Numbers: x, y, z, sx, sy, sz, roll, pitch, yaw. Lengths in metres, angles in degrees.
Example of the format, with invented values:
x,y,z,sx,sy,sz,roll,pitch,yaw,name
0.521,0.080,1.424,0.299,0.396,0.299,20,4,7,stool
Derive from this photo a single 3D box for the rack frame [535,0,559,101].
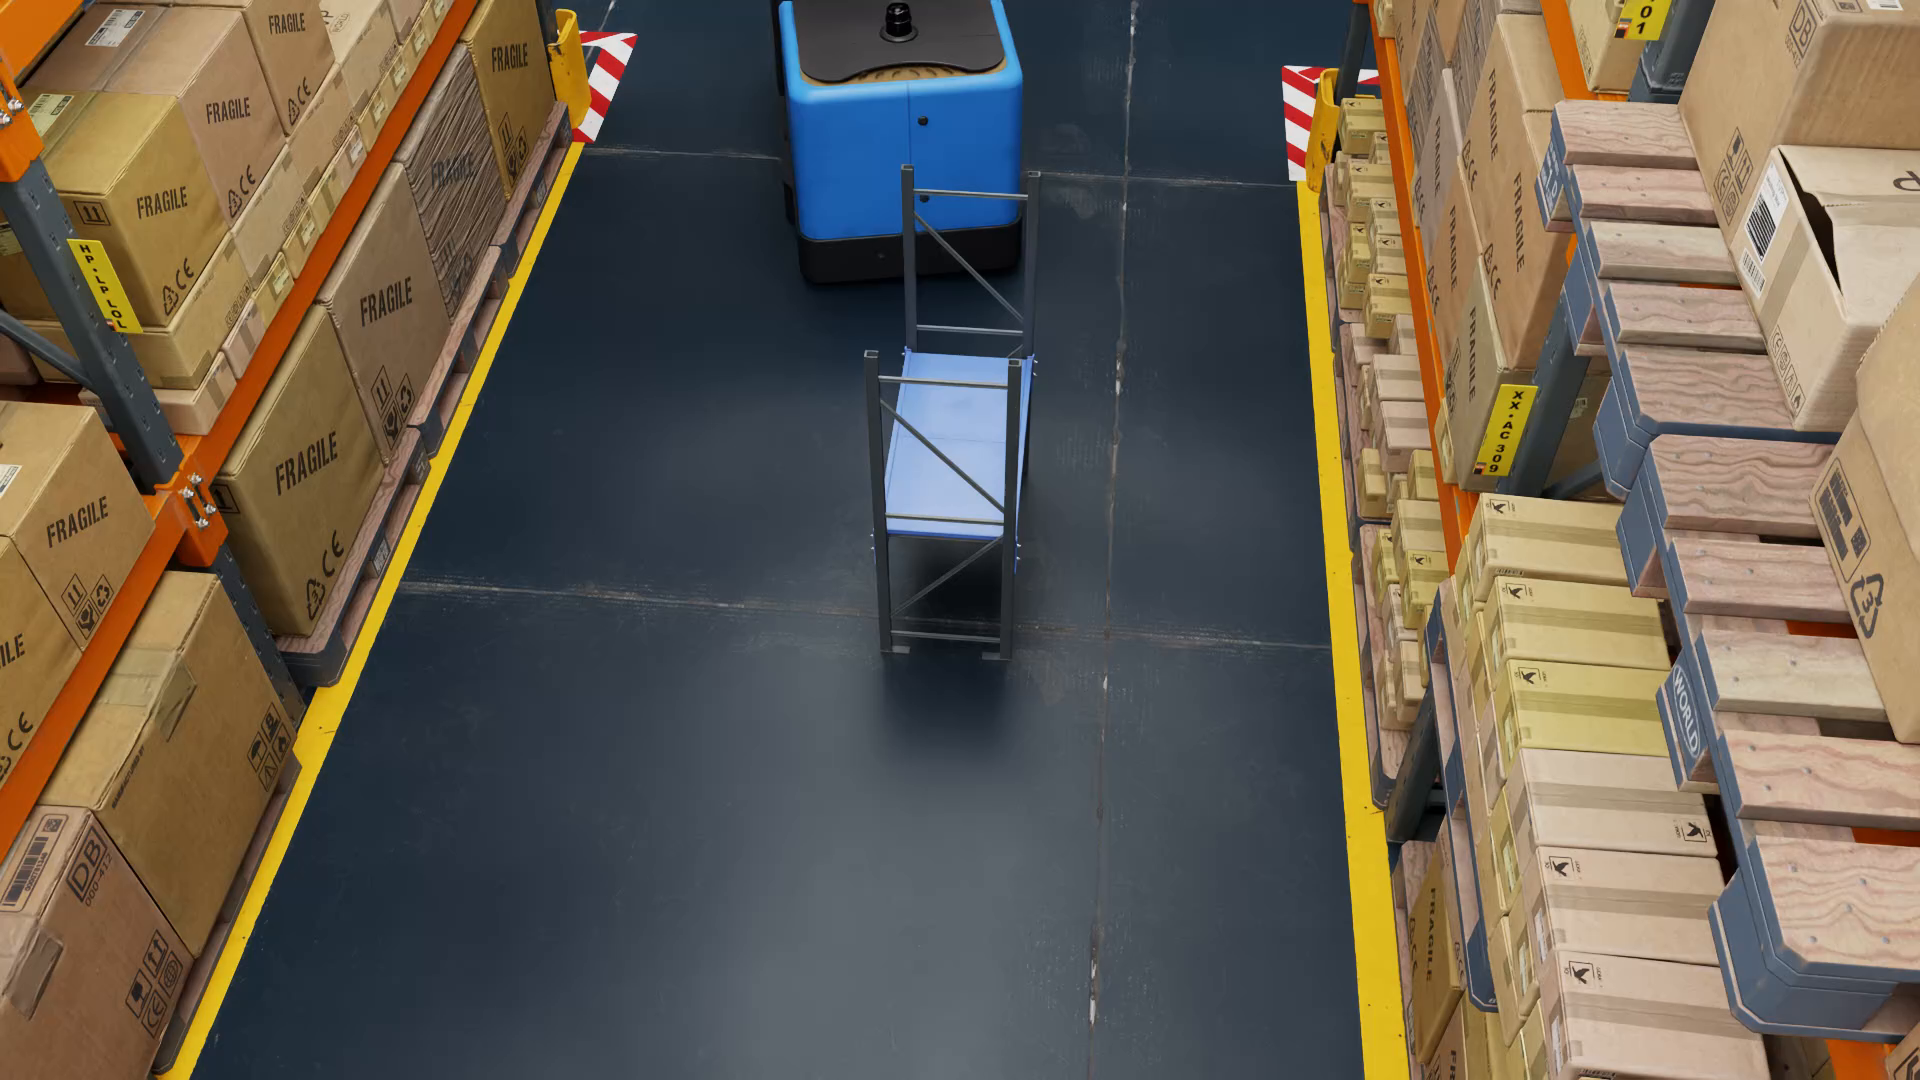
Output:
x,y,z,sx,sy,sz,roll,pitch,yaw,name
-2.573,-3.313,7.773,1.000,3.000,0.127,4,48,4,rack frame

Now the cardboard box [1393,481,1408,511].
x,y,z,sx,sy,sz,roll,pitch,yaw,name
1.844,-0.074,6.257,0.380,0.149,0.250,4,48,4,cardboard box

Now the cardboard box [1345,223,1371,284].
x,y,z,sx,sy,sz,roll,pitch,yaw,name
1.907,-1.253,7.335,0.380,0.149,0.250,5,48,5,cardboard box

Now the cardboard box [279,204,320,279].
x,y,z,sx,sy,sz,roll,pitch,yaw,name
-2.510,-1.064,5.886,0.380,0.149,0.250,3,48,2,cardboard box

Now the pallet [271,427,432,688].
x,y,z,sx,sy,sz,roll,pitch,yaw,name
-2.791,0.014,6.620,1.003,0.211,1.213,4,48,4,pallet

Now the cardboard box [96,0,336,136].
x,y,z,sx,sy,sz,roll,pitch,yaw,name
-2.544,-1.755,5.740,0.500,0.500,0.500,3,48,2,cardboard box

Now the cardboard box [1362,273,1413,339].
x,y,z,sx,sy,sz,roll,pitch,yaw,name
1.871,-0.955,6.861,0.380,0.149,0.250,5,48,4,cardboard box

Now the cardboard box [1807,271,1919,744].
x,y,z,sx,sy,sz,roll,pitch,yaw,name
1.721,-0.028,2.382,0.797,0.503,0.637,3,48,3,cardboard box

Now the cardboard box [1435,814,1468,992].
x,y,z,sx,sy,sz,roll,pitch,yaw,name
1.662,1.008,4.722,0.500,0.250,0.500,2,48,2,cardboard box

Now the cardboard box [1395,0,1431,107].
x,y,z,sx,sy,sz,roll,pitch,yaw,name
1.960,-1.974,6.279,0.500,0.500,0.500,4,48,4,cardboard box

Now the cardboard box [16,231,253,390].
x,y,z,sx,sy,sz,roll,pitch,yaw,name
-2.634,-0.751,5.330,0.500,0.250,0.500,3,48,3,cardboard box

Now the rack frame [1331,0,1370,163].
x,y,z,sx,sy,sz,roll,pitch,yaw,name
2.357,-2.905,7.400,1.000,3.000,0.127,4,48,4,rack frame

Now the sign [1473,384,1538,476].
x,y,z,sx,sy,sz,roll,pitch,yaw,name
1.451,-0.289,4.421,0.100,0.325,0.005,4,48,4,sign

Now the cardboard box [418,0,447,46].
x,y,z,sx,sy,sz,roll,pitch,yaw,name
-2.369,-2.194,6.920,0.380,0.149,0.250,3,48,3,cardboard box

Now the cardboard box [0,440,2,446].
x,y,z,sx,sy,sz,roll,pitch,yaw,name
-2.988,-0.276,4.248,0.797,0.503,0.637,3,48,3,cardboard box

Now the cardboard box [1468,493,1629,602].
x,y,z,sx,sy,sz,roll,pitch,yaw,name
1.498,0.035,4.193,0.380,0.149,0.250,6,48,6,cardboard box

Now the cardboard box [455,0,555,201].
x,y,z,sx,sy,sz,roll,pitch,yaw,name
-2.552,-2.262,7.967,0.875,0.875,0.875,4,48,4,cardboard box

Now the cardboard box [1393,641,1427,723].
x,y,z,sx,sy,sz,roll,pitch,yaw,name
1.704,0.502,5.730,0.380,0.149,0.250,5,48,4,cardboard box

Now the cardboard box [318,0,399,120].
x,y,z,sx,sy,sz,roll,pitch,yaw,name
-2.489,-1.859,6.343,0.500,0.250,0.500,4,48,4,cardboard box

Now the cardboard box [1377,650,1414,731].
x,y,z,sx,sy,sz,roll,pitch,yaw,name
1.689,0.544,5.893,0.380,0.149,0.250,4,48,4,cardboard box

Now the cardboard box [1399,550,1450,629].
x,y,z,sx,sy,sz,roll,pitch,yaw,name
1.749,0.185,5.819,0.380,0.149,0.250,4,48,4,cardboard box

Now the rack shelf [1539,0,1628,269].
x,y,z,sx,sy,sz,roll,pitch,yaw,name
2.175,-2.205,5.215,1.077,0.370,4.000,4,48,4,rack shelf

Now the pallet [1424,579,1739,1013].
x,y,z,sx,sy,sz,roll,pitch,yaw,name
1.778,0.651,4.278,1.003,0.211,1.213,4,48,4,pallet

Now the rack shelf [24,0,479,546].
x,y,z,sx,sy,sz,roll,pitch,yaw,name
-2.756,-1.600,6.694,1.077,0.370,4.000,4,48,4,rack shelf

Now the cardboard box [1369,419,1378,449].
x,y,z,sx,sy,sz,roll,pitch,yaw,name
1.874,-0.404,6.760,0.380,0.149,0.250,5,48,4,cardboard box

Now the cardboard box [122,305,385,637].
x,y,z,sx,sy,sz,roll,pitch,yaw,name
-2.798,-0.278,6.152,0.875,0.875,0.875,4,48,4,cardboard box

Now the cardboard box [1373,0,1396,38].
x,y,z,sx,sy,sz,roll,pitch,yaw,name
1.941,-2.220,6.944,0.380,0.149,0.250,3,48,2,cardboard box

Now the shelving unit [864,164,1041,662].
x,y,z,sx,sy,sz,roll,pitch,yaw,name
-0.008,-0.443,6.165,0.538,1.500,1.048,4,48,4,shelving unit

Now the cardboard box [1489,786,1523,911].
x,y,z,sx,sy,sz,roll,pitch,yaw,name
1.430,0.707,3.781,0.380,0.149,0.250,2,48,2,cardboard box

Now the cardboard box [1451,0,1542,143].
x,y,z,sx,sy,sz,roll,pitch,yaw,name
1.868,-1.556,5.220,0.500,0.500,0.500,5,48,5,cardboard box

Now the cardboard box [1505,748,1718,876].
x,y,z,sx,sy,sz,roll,pitch,yaw,name
1.428,0.612,3.666,0.380,0.149,0.250,3,48,3,cardboard box

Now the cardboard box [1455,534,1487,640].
x,y,z,sx,sy,sz,roll,pitch,yaw,name
1.498,0.136,4.303,0.380,0.149,0.250,5,48,4,cardboard box

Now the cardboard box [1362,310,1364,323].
x,y,z,sx,sy,sz,roll,pitch,yaw,name
1.971,-0.966,7.274,0.380,0.149,0.250,4,48,4,cardboard box

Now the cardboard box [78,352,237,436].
x,y,z,sx,sy,sz,roll,pitch,yaw,name
-2.580,-0.484,5.356,0.380,0.149,0.250,4,48,4,cardboard box

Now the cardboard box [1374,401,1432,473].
x,y,z,sx,sy,sz,roll,pitch,yaw,name
1.799,-0.389,6.344,0.380,0.149,0.250,2,48,2,cardboard box

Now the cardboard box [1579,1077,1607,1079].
x,y,z,sx,sy,sz,roll,pitch,yaw,name
1.360,1.184,3.143,0.380,0.149,0.250,5,48,5,cardboard box

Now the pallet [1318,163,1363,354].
x,y,z,sx,sy,sz,roll,pitch,yaw,name
2.241,-1.313,7.834,1.003,0.211,1.213,4,48,4,pallet

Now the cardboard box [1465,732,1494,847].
x,y,z,sx,sy,sz,roll,pitch,yaw,name
1.452,0.623,4.059,0.380,0.149,0.250,4,48,4,cardboard box

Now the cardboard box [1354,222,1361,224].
x,y,z,sx,sy,sz,roll,pitch,yaw,name
2.048,-1.523,7.784,0.380,0.149,0.250,4,48,3,cardboard box

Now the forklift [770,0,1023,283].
x,y,z,sx,sy,sz,roll,pitch,yaw,name
-0.417,-3.291,7.800,1.130,2.935,3.031,-6,48,-5,forklift

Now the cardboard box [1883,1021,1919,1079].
x,y,z,sx,sy,sz,roll,pitch,yaw,name
1.509,0.755,1.952,0.500,0.500,0.500,4,48,4,cardboard box

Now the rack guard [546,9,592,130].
x,y,z,sx,sy,sz,roll,pitch,yaw,name
-2.571,-2.487,8.712,1.175,0.500,0.348,4,48,4,rack guard

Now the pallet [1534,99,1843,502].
x,y,z,sx,sy,sz,roll,pitch,yaw,name
1.830,-0.468,3.266,1.213,0.211,1.003,4,48,4,pallet

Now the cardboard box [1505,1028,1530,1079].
x,y,z,sx,sy,sz,roll,pitch,yaw,name
1.385,1.196,3.535,0.380,0.149,0.250,3,48,3,cardboard box

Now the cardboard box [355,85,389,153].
x,y,z,sx,sy,sz,roll,pitch,yaw,name
-2.439,-1.629,6.404,0.380,0.149,0.250,3,48,2,cardboard box

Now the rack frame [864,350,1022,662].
x,y,z,sx,sy,sz,roll,pitch,yaw,name
-0.054,-0.070,5.824,0.500,1.500,0.032,4,48,4,rack frame

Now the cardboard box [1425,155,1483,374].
x,y,z,sx,sy,sz,roll,pitch,yaw,name
1.804,-0.856,5.257,0.500,0.500,0.500,3,48,2,cardboard box

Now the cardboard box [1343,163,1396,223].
x,y,z,sx,sy,sz,roll,pitch,yaw,name
1.915,-1.536,7.392,0.380,0.149,0.250,4,48,3,cardboard box

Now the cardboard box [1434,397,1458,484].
x,y,z,sx,sy,sz,roll,pitch,yaw,name
1.700,-0.303,5.191,0.380,0.149,0.250,3,48,2,cardboard box

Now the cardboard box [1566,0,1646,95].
x,y,z,sx,sy,sz,roll,pitch,yaw,name
1.768,-1.306,4.007,0.500,0.250,0.500,5,48,4,cardboard box
